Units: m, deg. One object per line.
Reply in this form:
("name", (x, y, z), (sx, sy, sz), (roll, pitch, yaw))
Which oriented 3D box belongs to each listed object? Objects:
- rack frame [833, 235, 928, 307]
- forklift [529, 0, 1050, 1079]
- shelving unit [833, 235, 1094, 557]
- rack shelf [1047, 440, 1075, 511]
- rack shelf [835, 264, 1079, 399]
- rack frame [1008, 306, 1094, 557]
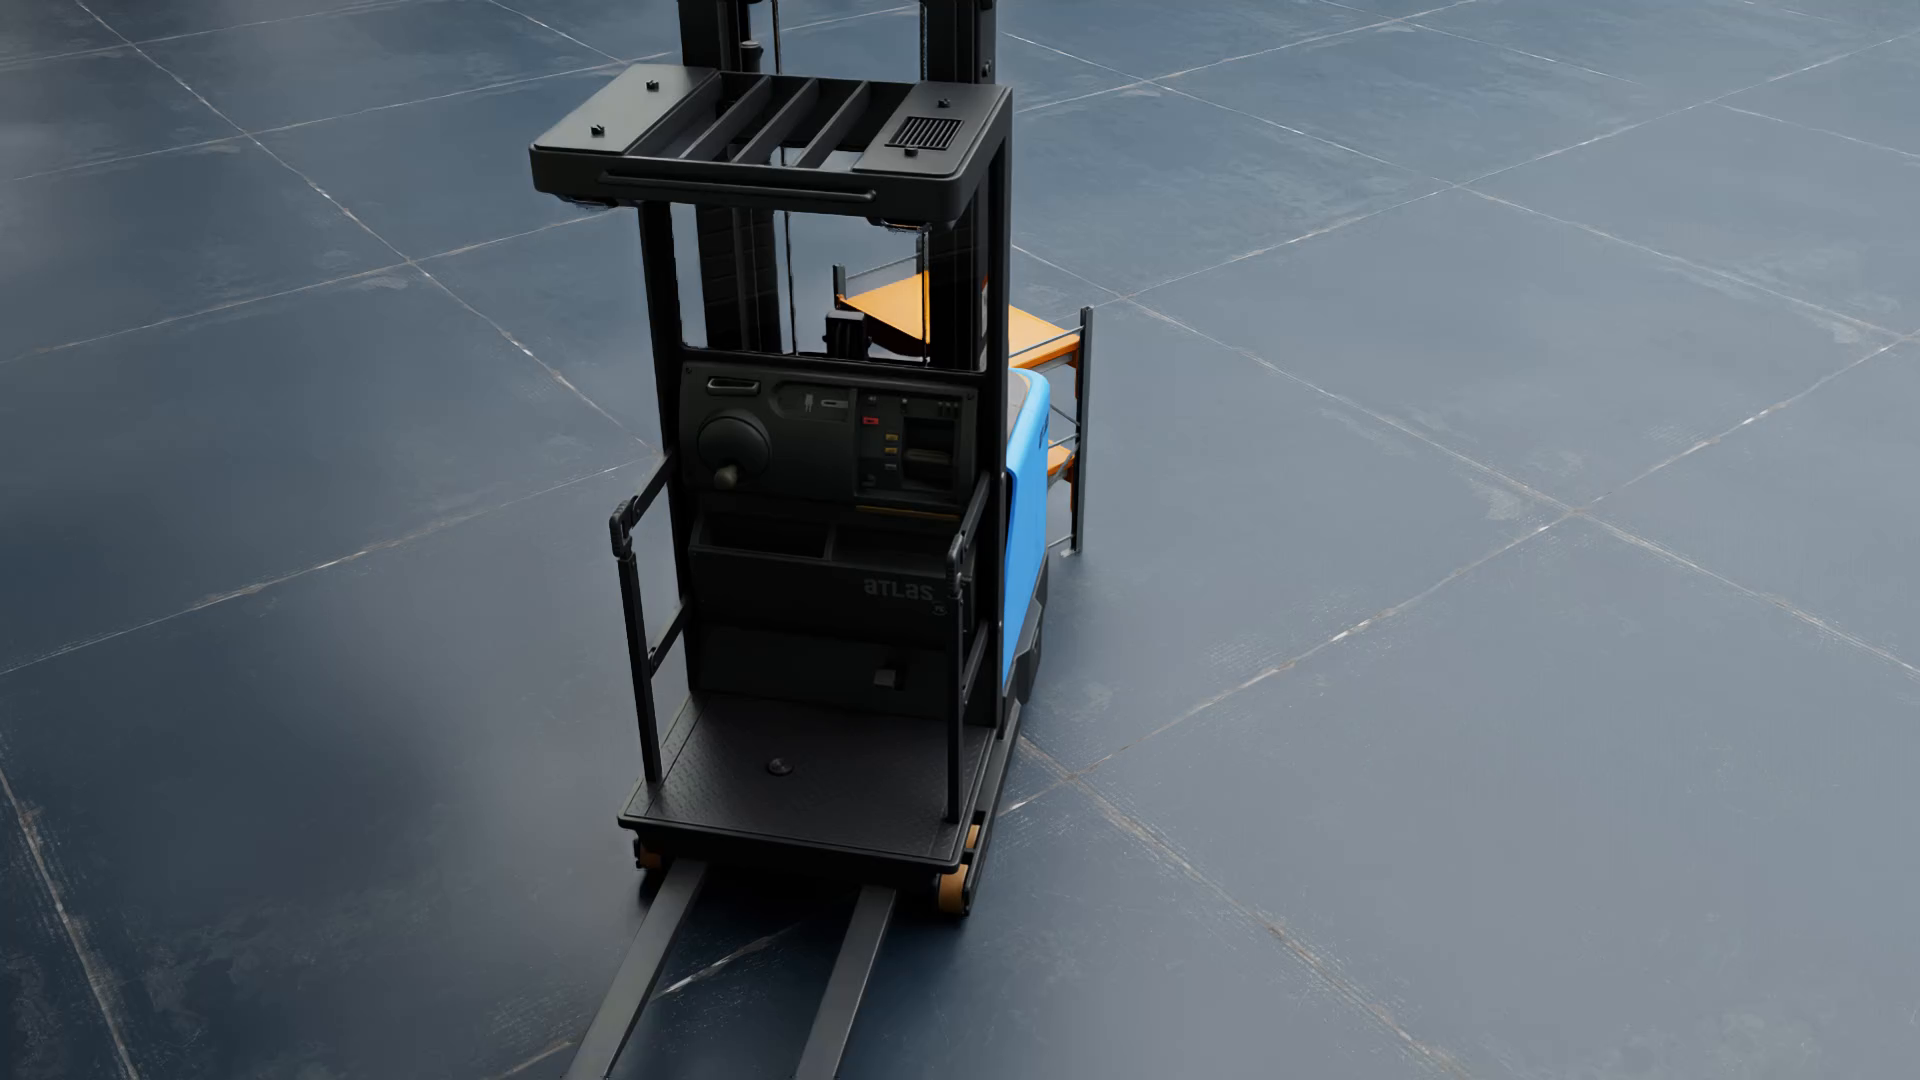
("rack frame", (-0.338, -0.765, 7.416), (0.500, 1.125, 0.032), (-25, 40, -34))
("forklift", (-0.447, -0.263, 4.896), (1.130, 2.935, 3.031), (6, 32, 10))
("shelving unit", (-0.002, -0.564, 7.092), (0.538, 1.125, 1.048), (-25, 40, -34))
("rack shelf", (-0.002, -0.356, 7.221), (0.538, 0.278, 1.000), (-25, 40, -34))
("rack shelf", (-0.002, -0.813, 6.938), (0.538, 0.278, 1.000), (-25, 40, -34))
("rack frame", (0.333, -0.363, 6.768), (0.500, 1.125, 0.032), (-25, 40, -34))
